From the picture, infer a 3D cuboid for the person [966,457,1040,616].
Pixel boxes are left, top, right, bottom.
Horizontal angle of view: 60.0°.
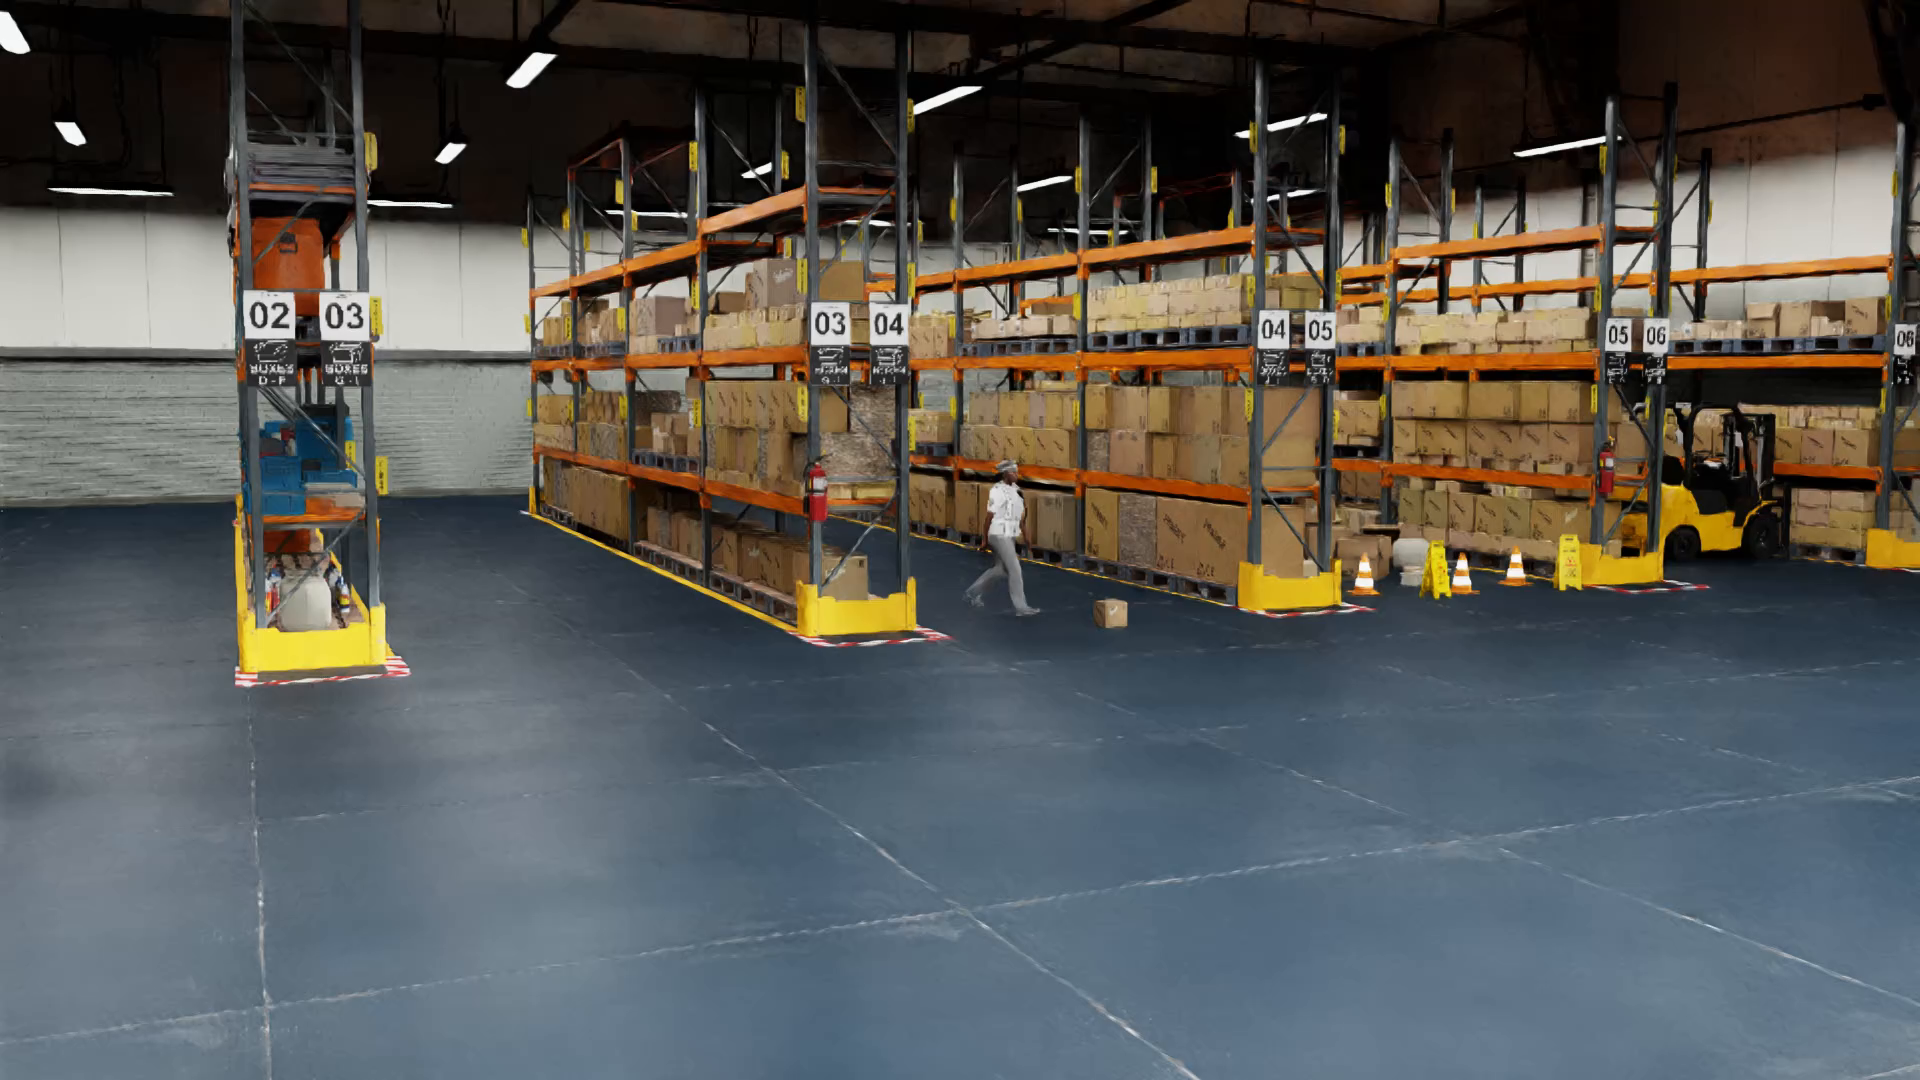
[{"bbox_3d":[0.453,-0.048,17.383,0.950,1.648,0.470,3,6,30],"label":"person"}]
